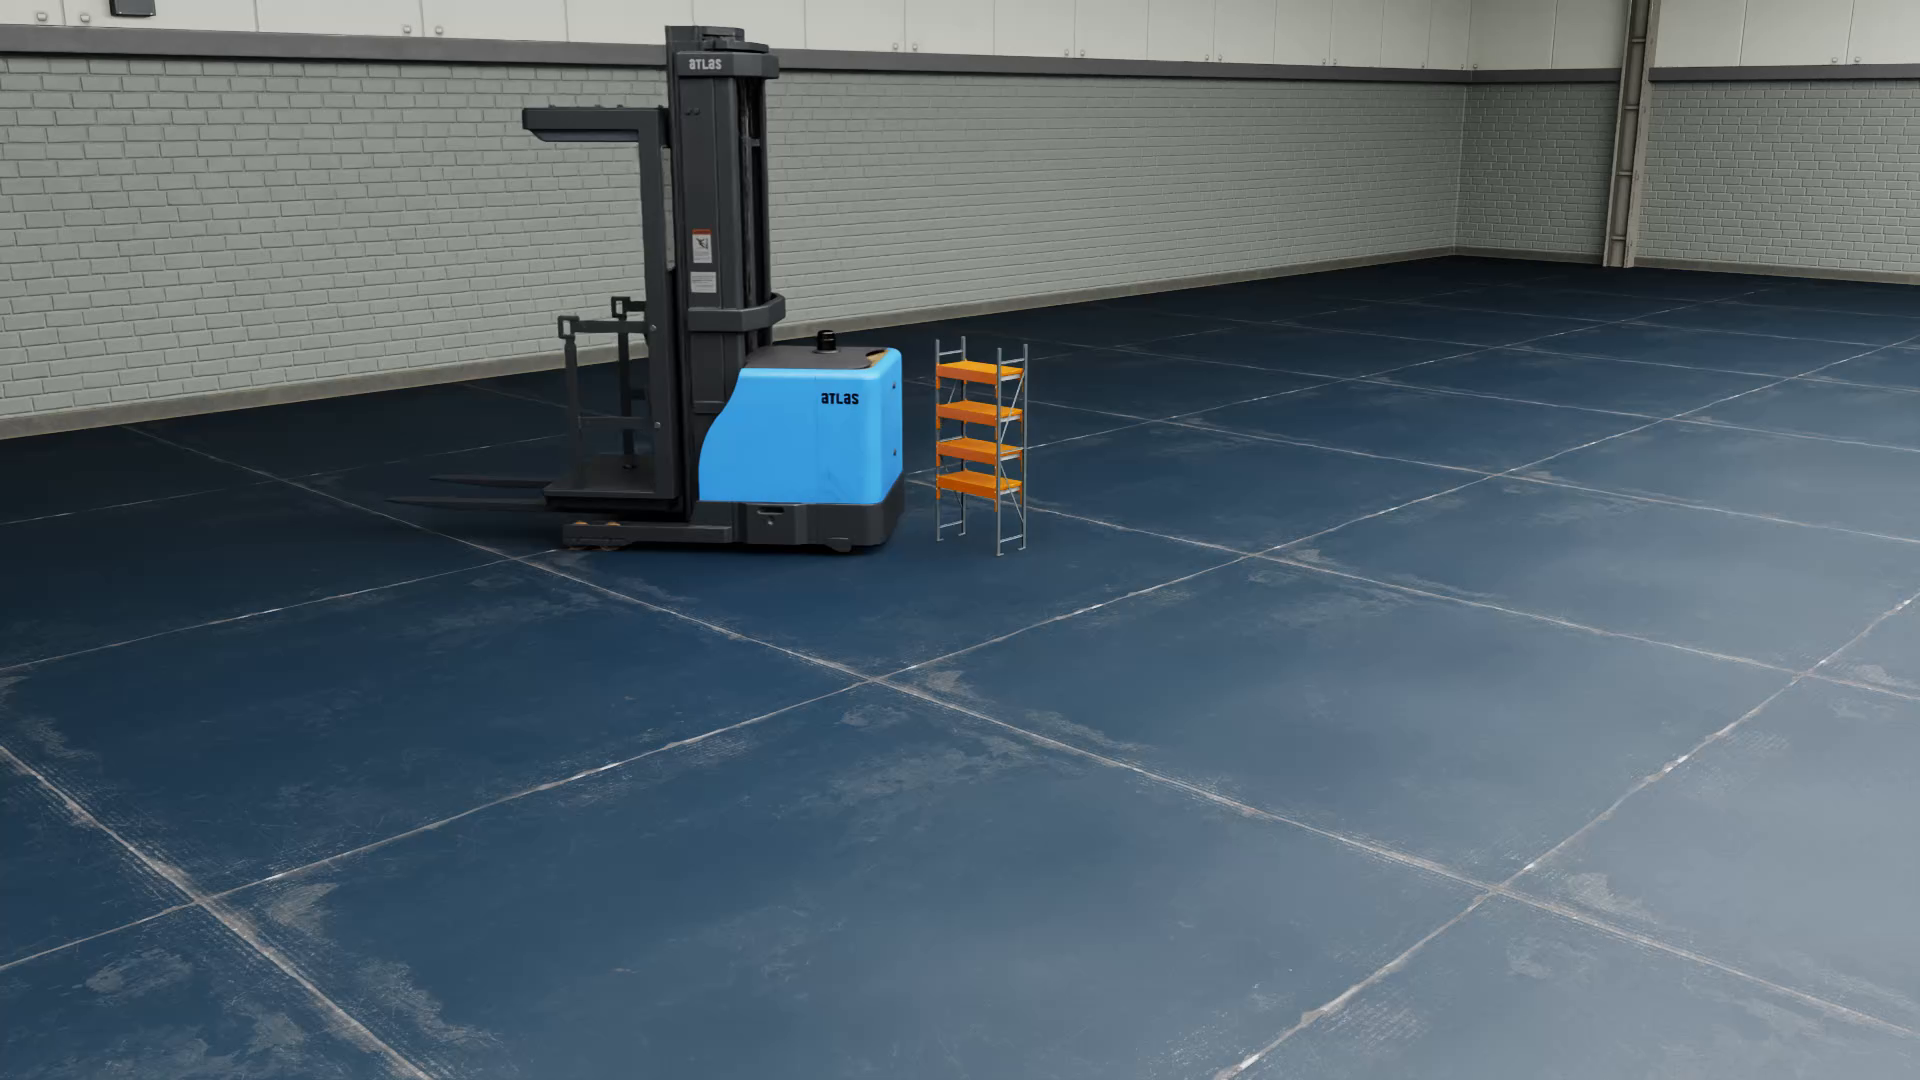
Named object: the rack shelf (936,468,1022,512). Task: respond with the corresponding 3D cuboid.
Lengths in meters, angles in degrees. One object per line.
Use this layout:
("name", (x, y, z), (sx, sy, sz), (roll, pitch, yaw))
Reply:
("rack shelf", (0.119, -0.294, 9.737), (0.480, 0.148, 0.258), (14, 20, 42))

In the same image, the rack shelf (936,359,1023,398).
("rack shelf", (0.119, -0.932, 9.571), (0.480, 0.148, 0.258), (14, 20, 42))

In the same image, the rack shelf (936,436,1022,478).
("rack shelf", (0.119, -0.487, 9.687), (0.480, 0.148, 0.258), (14, 20, 42))

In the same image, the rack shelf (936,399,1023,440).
("rack shelf", (0.119, -0.703, 9.630), (0.480, 0.148, 0.258), (14, 20, 42))

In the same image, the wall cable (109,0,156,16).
("wall cable", (-5.781, -7.203, 12.984), (0.169, 6.003, 2.305), (14, 20, 42))

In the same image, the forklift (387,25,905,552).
("forklift", (-1.896, -1.484, 9.816), (3.031, 2.935, 1.130), (2, 15, 6))

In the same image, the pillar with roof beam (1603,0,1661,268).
("pillar with roof beam", (7.697, -8.017, 22.854), (0.400, 9.000, 9.100), (14, 20, 42))

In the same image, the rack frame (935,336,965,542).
("rack frame", (-0.057, -0.594, 9.833), (0.015, 1.200, 0.240), (14, 20, 42))

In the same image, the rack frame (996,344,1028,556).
("rack frame", (0.295, -0.509, 9.506), (0.015, 1.200, 0.240), (14, 20, 42))

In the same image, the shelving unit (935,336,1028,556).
("shelving unit", (0.119, -0.552, 9.670), (0.503, 1.200, 0.258), (14, 20, 42))
